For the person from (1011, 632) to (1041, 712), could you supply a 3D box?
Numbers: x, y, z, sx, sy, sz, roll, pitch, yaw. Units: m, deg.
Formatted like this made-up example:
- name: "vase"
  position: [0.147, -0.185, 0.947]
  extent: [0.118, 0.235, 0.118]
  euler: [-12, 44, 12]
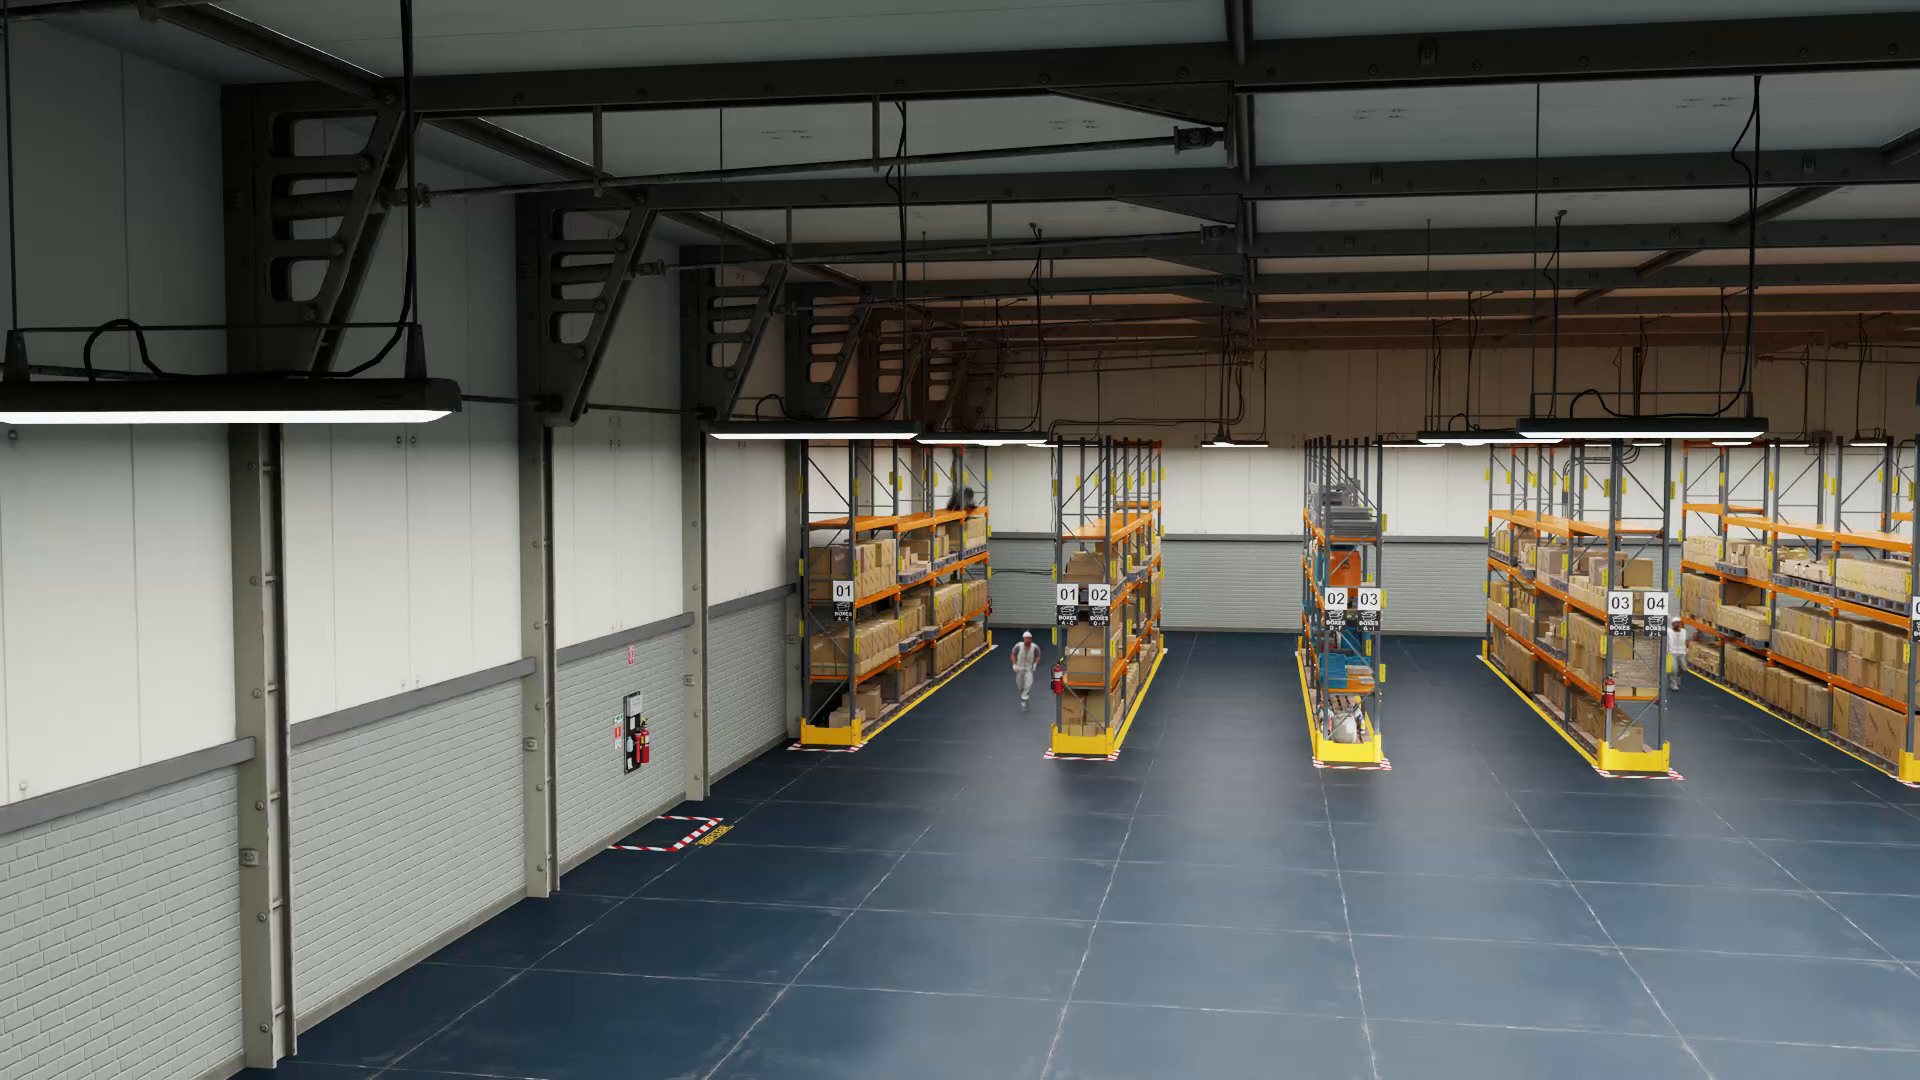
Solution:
- name: "person"
  position: [1.458, 2.884, 36.724]
  extent: [0.662, 1.759, 0.895]
  euler: [0, 3, 4]

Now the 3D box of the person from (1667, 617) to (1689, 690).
- name: "person"
  position: [17.077, 2.710, 39.665]
  extent: [0.678, 1.733, 0.620]
  euler: [0, 3, 7]

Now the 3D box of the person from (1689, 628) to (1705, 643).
- name: "person"
  position: [20.228, 2.449, 45.590]
  extent: [0.880, 1.612, 0.596]
  euler: [1, 3, 12]
